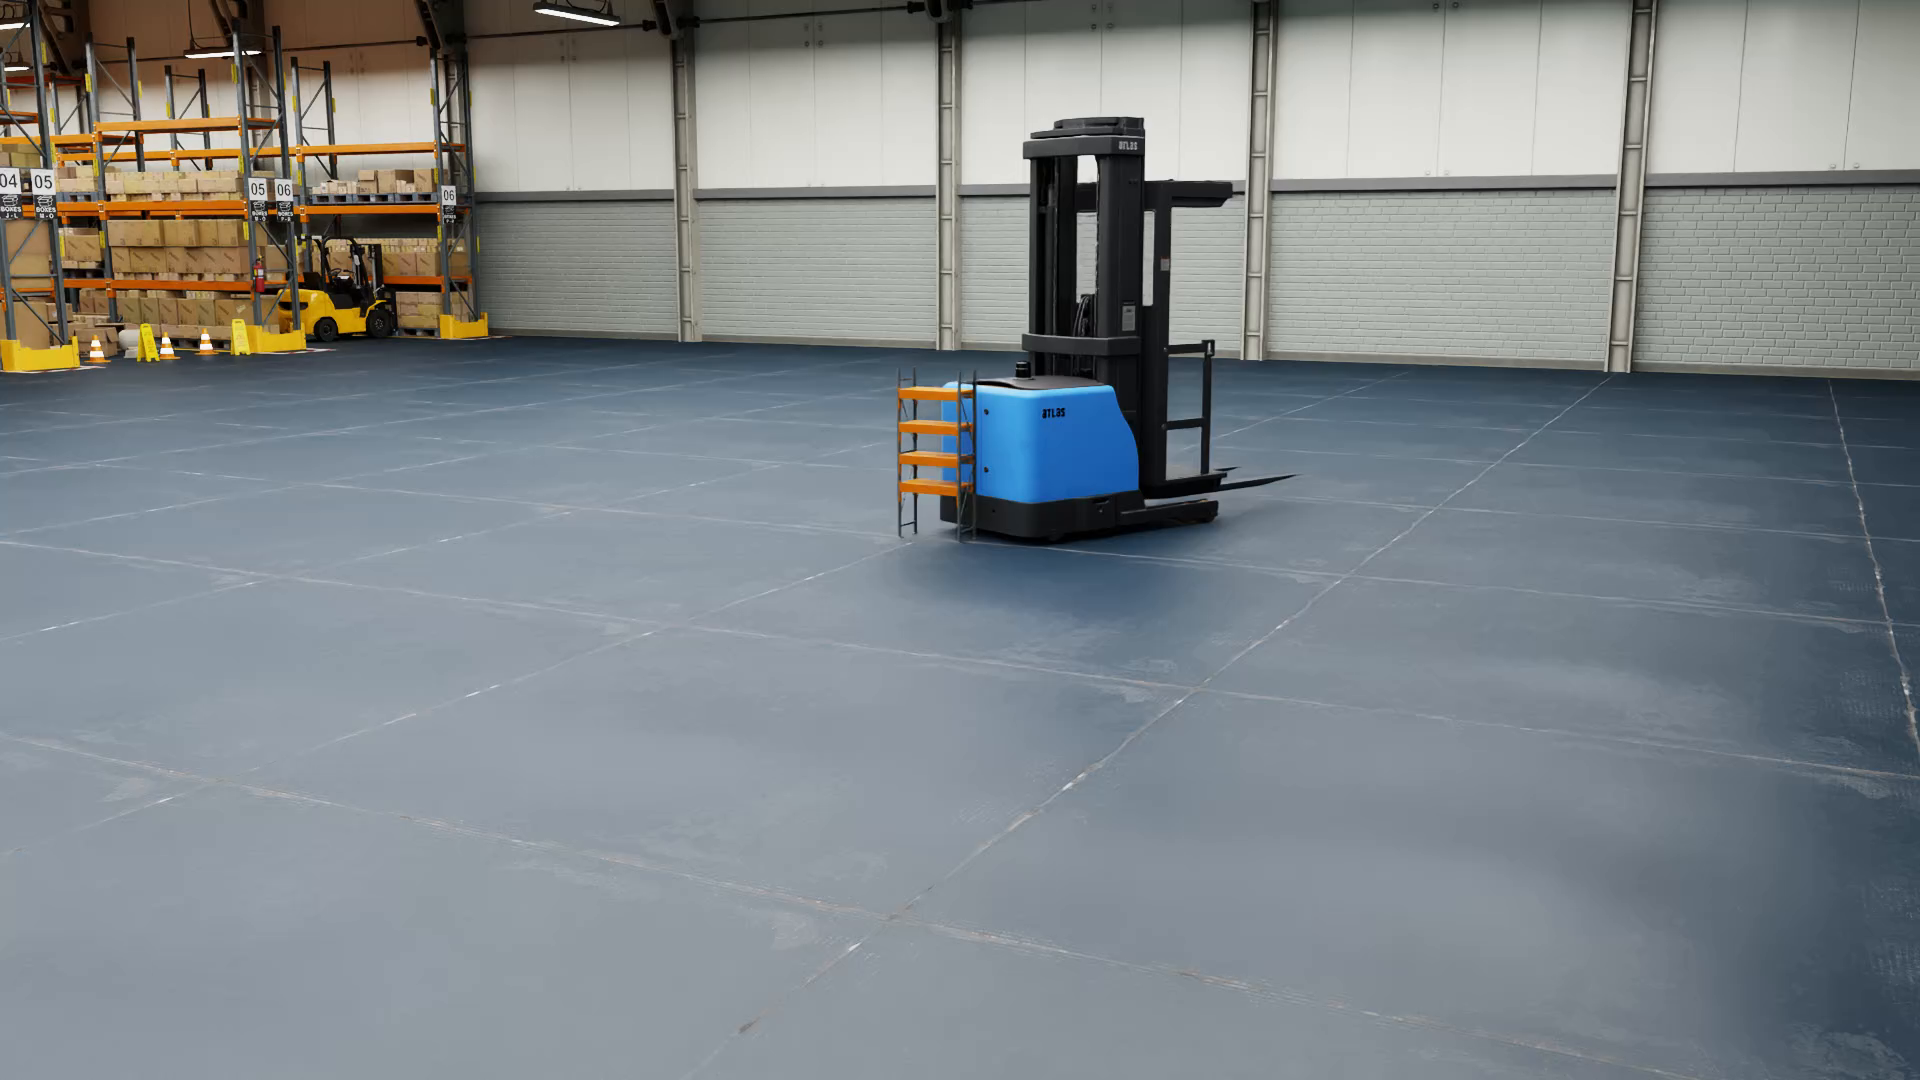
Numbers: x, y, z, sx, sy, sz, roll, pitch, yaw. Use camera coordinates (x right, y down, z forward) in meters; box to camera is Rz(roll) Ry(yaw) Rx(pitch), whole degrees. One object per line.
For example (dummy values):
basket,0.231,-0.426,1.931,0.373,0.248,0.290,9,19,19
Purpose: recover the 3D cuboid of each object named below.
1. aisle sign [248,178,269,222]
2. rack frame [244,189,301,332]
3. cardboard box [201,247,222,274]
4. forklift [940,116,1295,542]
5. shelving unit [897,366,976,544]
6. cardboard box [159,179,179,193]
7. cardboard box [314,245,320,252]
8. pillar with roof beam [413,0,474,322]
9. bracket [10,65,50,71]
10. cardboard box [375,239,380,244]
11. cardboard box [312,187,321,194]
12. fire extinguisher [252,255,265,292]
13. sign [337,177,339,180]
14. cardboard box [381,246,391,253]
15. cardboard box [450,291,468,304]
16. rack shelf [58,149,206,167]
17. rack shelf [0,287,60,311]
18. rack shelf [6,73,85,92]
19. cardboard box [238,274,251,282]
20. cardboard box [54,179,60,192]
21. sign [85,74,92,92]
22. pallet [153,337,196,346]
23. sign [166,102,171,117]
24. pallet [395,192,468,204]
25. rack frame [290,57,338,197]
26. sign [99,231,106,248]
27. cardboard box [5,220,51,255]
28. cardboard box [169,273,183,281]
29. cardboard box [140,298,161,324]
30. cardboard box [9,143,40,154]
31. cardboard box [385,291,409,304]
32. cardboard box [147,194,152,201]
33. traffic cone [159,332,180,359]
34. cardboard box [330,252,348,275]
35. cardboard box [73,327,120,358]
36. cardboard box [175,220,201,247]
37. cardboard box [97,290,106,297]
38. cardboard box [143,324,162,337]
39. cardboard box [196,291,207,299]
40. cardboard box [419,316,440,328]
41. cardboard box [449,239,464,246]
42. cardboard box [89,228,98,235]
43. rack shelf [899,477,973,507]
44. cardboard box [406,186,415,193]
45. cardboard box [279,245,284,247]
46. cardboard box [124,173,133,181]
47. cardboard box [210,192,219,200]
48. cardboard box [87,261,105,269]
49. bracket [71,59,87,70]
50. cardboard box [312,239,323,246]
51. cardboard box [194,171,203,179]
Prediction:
aisle sign,-13.012,-6.306,30.852,0.004,0.787,0.394,5,11,26
rack frame,-12.940,-5.078,31.367,0.127,3.000,1.000,5,11,26
cardboard box,-13.995,-5.313,31.547,0.500,0.500,0.500,5,11,26
forklift,1.315,-1.621,12.459,3.031,2.935,1.130,-8,13,-38
shelving unit,-0.163,-0.601,11.684,0.503,1.200,0.258,6,12,29
cardboard box,-14.890,-6.744,31.731,0.500,0.250,0.500,5,11,26
cardboard box,-14.164,-6.488,37.053,0.250,0.149,0.380,5,11,25
pillar with roof beam,-12.877,-8.335,32.514,0.548,9.000,9.100,5,11,26
bracket,-24.573,-11.918,42.206,4.783,0.066,0.076,5,11,26
cardboard box,-12.539,-6.501,36.288,0.250,0.149,0.380,5,11,27
cardboard box,-14.066,-7.711,36.736,0.250,0.149,0.380,5,12,27
fire extinguisher,-13.041,-4.958,30.917,0.183,0.674,0.296,5,11,26
sign,-14.090,-8.045,37.661,0.005,0.325,0.100,5,11,26
cardboard box,-12.343,-6.319,36.123,0.250,0.149,0.380,5,11,26
cardboard box,-11.094,-5.285,36.243,0.500,0.250,0.500,5,11,25
rack shelf,-19.715,-9.061,39.668,4.000,0.370,1.077,5,11,26
rack shelf,-16.833,-4.083,27.890,4.000,0.370,1.077,5,11,26
rack shelf,-23.302,-11.208,41.078,4.000,0.370,1.077,5,11,26
cardboard box,-13.370,-4.950,31.363,0.250,0.149,0.380,5,12,28
cardboard box,-18.023,-7.106,33.392,0.500,0.250,0.500,5,11,27
sign,-16.767,-8.794,31.985,0.005,0.325,0.100,5,11,26
pallet,-15.909,-3.974,33.096,1.213,0.211,1.003,5,11,26
sign,-18.152,-9.865,38.124,0.005,0.325,0.100,5,11,26
pallet,-11.369,-7.364,35.820,1.213,0.211,1.003,5,11,26
rack frame,-14.334,-9.139,36.956,0.127,3.000,1.000,5,11,26
sign,-16.769,-5.874,32.514,0.005,0.325,0.100,5,11,26
cardboard box,-15.355,-4.920,27.041,0.550,0.550,0.875,5,11,26
cardboard box,-15.005,-5.076,32.060,0.250,0.149,0.380,5,11,26
cardboard box,-15.632,-4.486,32.531,0.500,0.500,0.500,6,12,28
cardboard box,-15.198,-6.358,27.019,0.250,0.149,0.380,5,11,26
cardboard box,-12.215,-5.281,36.220,0.500,0.250,0.500,5,11,27
cardboard box,-15.433,-6.602,32.068,0.250,0.149,0.380,5,11,24
traffic cone,-14.082,-3.454,29.514,0.334,0.463,0.336,5,11,26
cardboard box,-13.577,-6.121,36.846,0.500,0.500,0.500,5,12,27
cardboard box,-15.635,-3.584,30.120,0.637,0.503,0.797,-2,11,-14
cardboard box,-14.448,-5.836,31.630,0.500,0.500,0.700,5,11,25
cardboard box,-20.786,-6.014,40.556,0.250,0.149,0.380,4,11,23
cardboard box,-15.633,-4.117,32.598,0.500,0.250,0.500,6,12,29
cardboard box,-14.356,-4.680,31.781,0.250,0.149,0.380,5,12,27
cardboard box,-11.308,-4.712,35.882,0.500,0.250,0.500,5,11,26
cardboard box,-10.953,-6.447,35.990,0.250,0.149,0.380,5,11,25
cardboard box,-17.812,-6.278,33.877,0.250,0.149,0.380,6,12,29
rack shelf,-0.163,-0.340,11.732,0.480,0.148,0.258,6,12,29
cardboard box,-11.624,-7.496,35.550,0.250,0.149,0.380,5,11,24
cardboard box,-15.174,-6.592,37.626,0.250,0.149,0.380,5,11,26
cardboard box,-15.910,-7.023,32.157,0.250,0.149,0.380,5,11,24
cardboard box,-13.844,-6.455,31.256,0.250,0.149,0.380,5,12,28
cardboard box,-17.110,-5.473,33.074,0.250,0.149,0.380,5,11,27
bracket,-21.519,-11.650,40.723,0.430,0.232,0.235,5,11,26
cardboard box,-14.179,-6.629,36.997,0.250,0.149,0.380,5,12,27
cardboard box,-14.246,-6.895,31.448,0.250,0.149,0.380,5,11,26
